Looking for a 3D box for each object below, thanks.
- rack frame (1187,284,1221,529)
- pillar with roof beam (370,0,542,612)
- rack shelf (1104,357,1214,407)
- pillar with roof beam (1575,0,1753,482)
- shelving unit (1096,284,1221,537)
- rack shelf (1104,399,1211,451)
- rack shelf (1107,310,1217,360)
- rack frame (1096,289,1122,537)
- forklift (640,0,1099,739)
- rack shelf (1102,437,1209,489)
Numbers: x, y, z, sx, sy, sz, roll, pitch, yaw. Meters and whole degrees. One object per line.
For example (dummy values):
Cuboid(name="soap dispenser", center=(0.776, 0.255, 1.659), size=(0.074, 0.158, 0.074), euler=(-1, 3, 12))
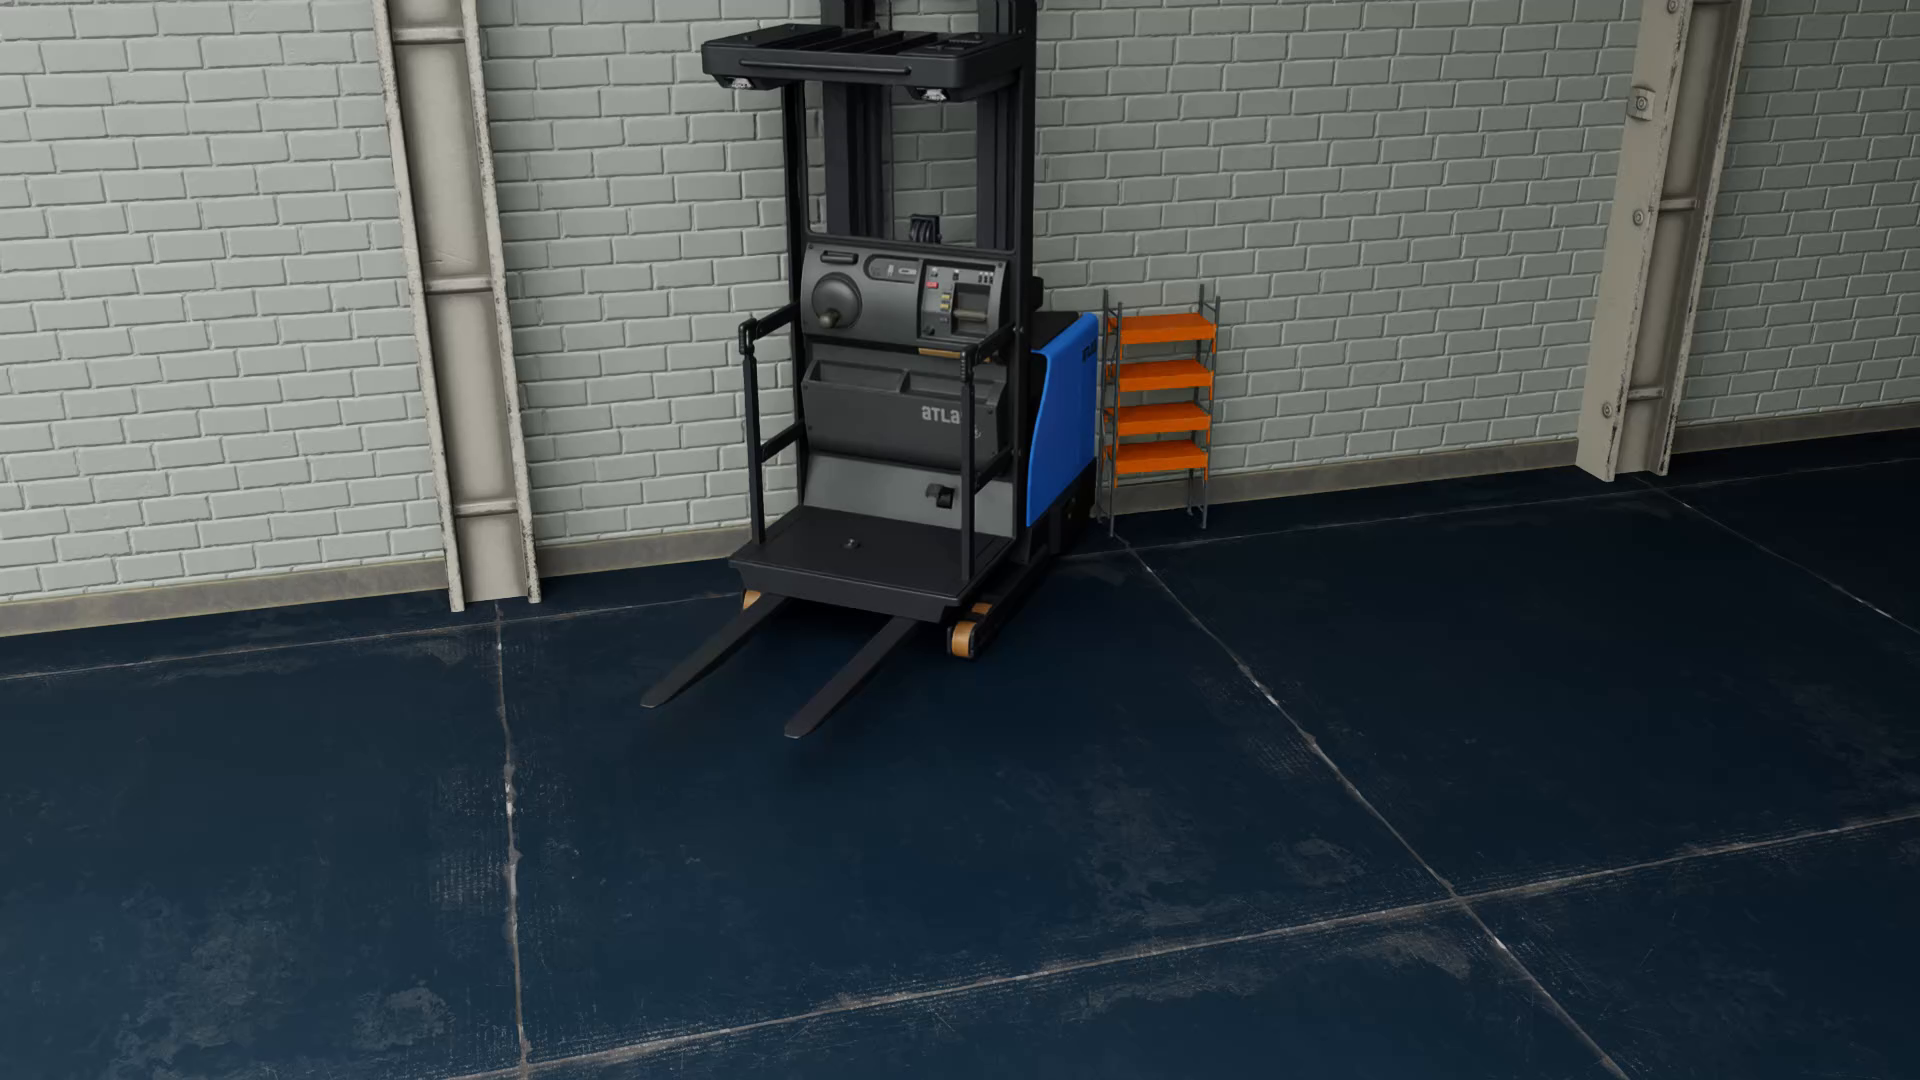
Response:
Cuboid(name="rack frame", center=(1.206, -0.653, 8.251), size=(0.015, 1.200, 0.240), euler=(-5, 24, -12))
Cuboid(name="pillar with roof beam", center=(-0.978, -2.256, 2.094), size=(0.400, 9.000, 9.100), euler=(-6, 24, -14))
Cuboid(name="rack shelf", center=(0.968, -0.776, 8.140), size=(0.480, 0.148, 0.258), euler=(-5, 24, -12))
Cuboid(name="pillar with roof beam", center=(4.799, -2.895, 3.584), size=(0.400, 9.000, 9.100), euler=(-6, 24, -14))
Cuboid(name="shelving unit", center=(0.968, -0.632, 8.202), size=(0.503, 1.200, 0.258), euler=(-5, 24, -12))
Cuboid(name="rack shelf", center=(0.968, -0.570, 8.229), size=(0.480, 0.148, 0.258), euler=(-5, 24, -12))
Cuboid(name="rack shelf", center=(0.968, -0.993, 8.047), size=(0.480, 0.148, 0.258), euler=(-5, 24, -12))
Cuboid(name="rack frame", center=(0.730, -0.611, 8.153), size=(0.015, 1.200, 0.240), euler=(-5, 24, -12))
Cuboid(name="forklift", center=(-0.327, -1.028, 6.929), size=(1.130, 2.935, 3.031), euler=(9, 25, 20))
Cuboid(name="rack shelf", center=(0.968, -0.388, 8.307), size=(0.480, 0.148, 0.258), euler=(-5, 24, -12))
